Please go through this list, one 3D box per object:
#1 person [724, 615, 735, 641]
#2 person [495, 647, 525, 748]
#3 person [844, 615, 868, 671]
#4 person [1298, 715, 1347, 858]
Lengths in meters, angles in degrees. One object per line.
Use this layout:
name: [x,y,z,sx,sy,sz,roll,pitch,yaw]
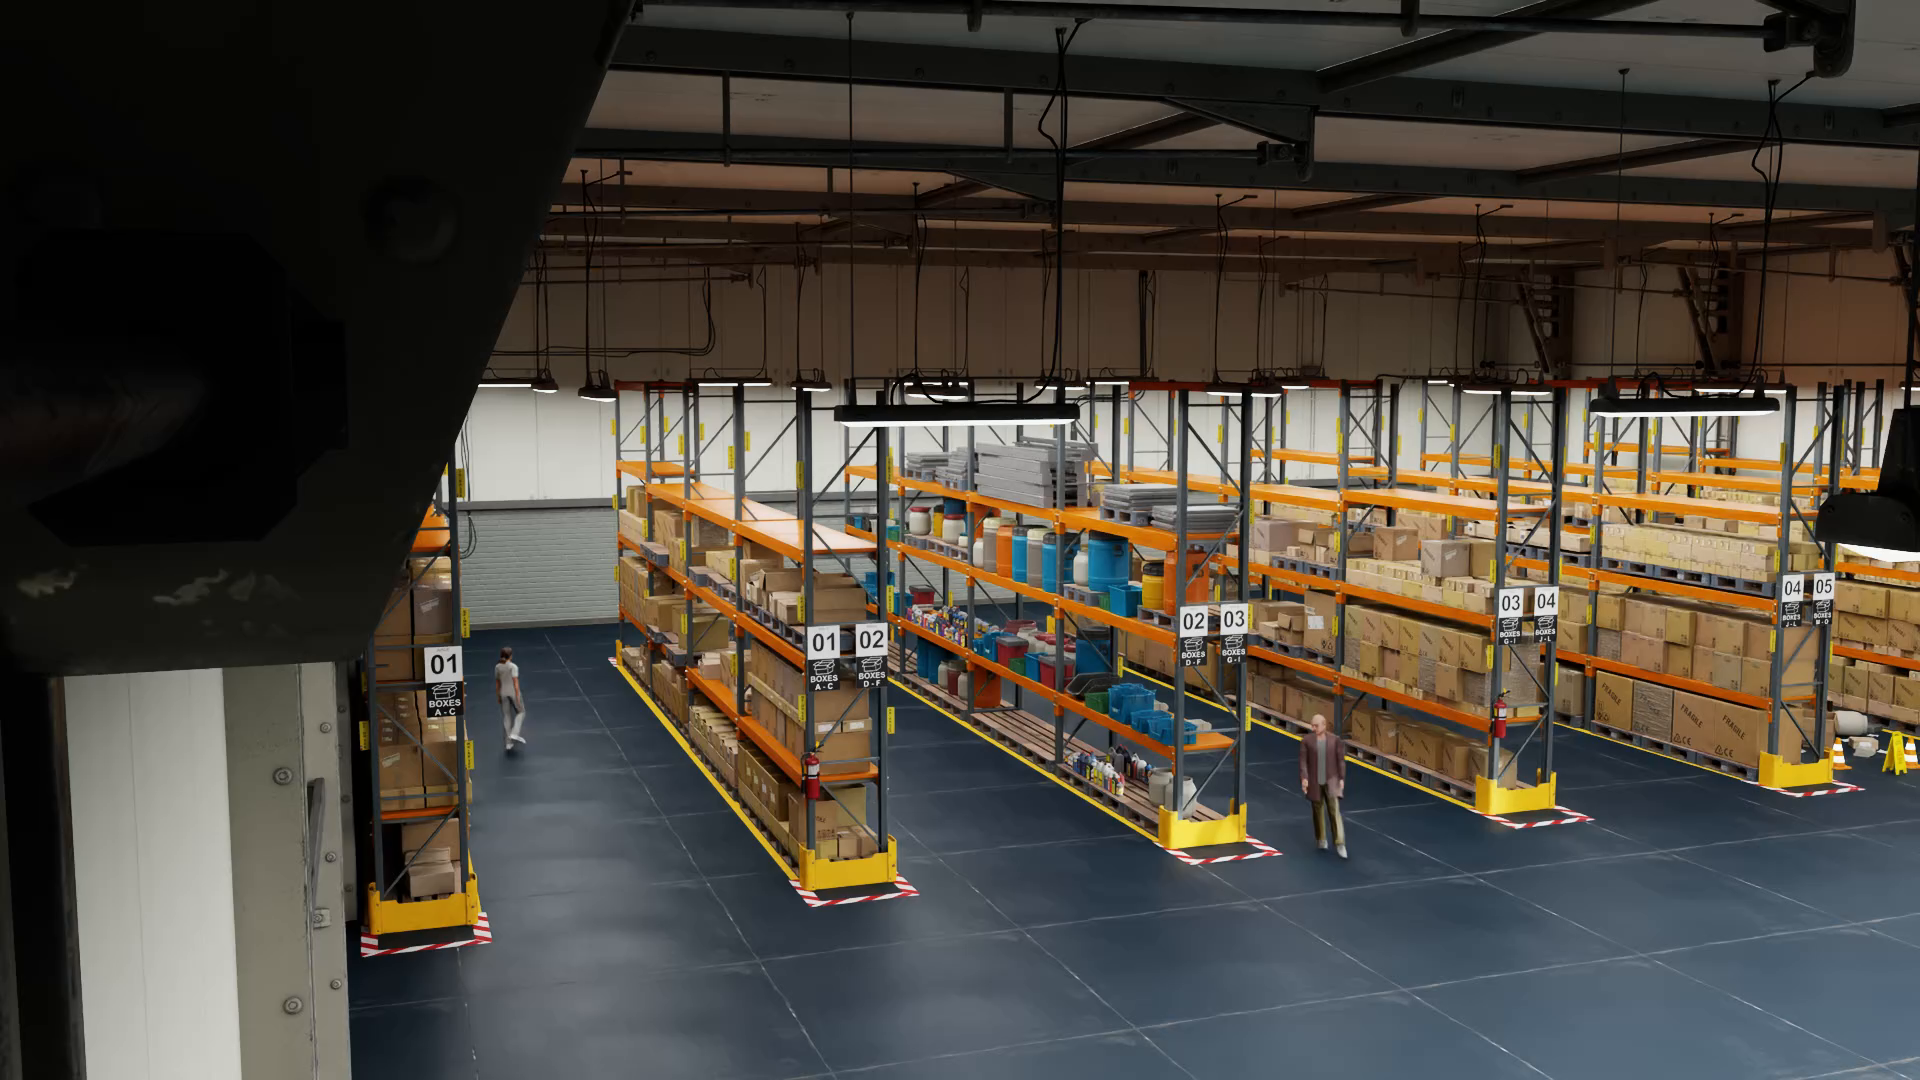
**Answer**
person: [-5.293,1.455,38.176,0.409,1.703,0.470,-2,6,-17]
person: [-7.444,2.592,27.471,0.488,1.656,0.472,0,6,-1]
person: [-2.133,1.997,32.658,0.703,1.754,0.419,-3,7,-26]
person: [4.709,3.177,21.553,0.667,1.774,0.801,2,6,15]
